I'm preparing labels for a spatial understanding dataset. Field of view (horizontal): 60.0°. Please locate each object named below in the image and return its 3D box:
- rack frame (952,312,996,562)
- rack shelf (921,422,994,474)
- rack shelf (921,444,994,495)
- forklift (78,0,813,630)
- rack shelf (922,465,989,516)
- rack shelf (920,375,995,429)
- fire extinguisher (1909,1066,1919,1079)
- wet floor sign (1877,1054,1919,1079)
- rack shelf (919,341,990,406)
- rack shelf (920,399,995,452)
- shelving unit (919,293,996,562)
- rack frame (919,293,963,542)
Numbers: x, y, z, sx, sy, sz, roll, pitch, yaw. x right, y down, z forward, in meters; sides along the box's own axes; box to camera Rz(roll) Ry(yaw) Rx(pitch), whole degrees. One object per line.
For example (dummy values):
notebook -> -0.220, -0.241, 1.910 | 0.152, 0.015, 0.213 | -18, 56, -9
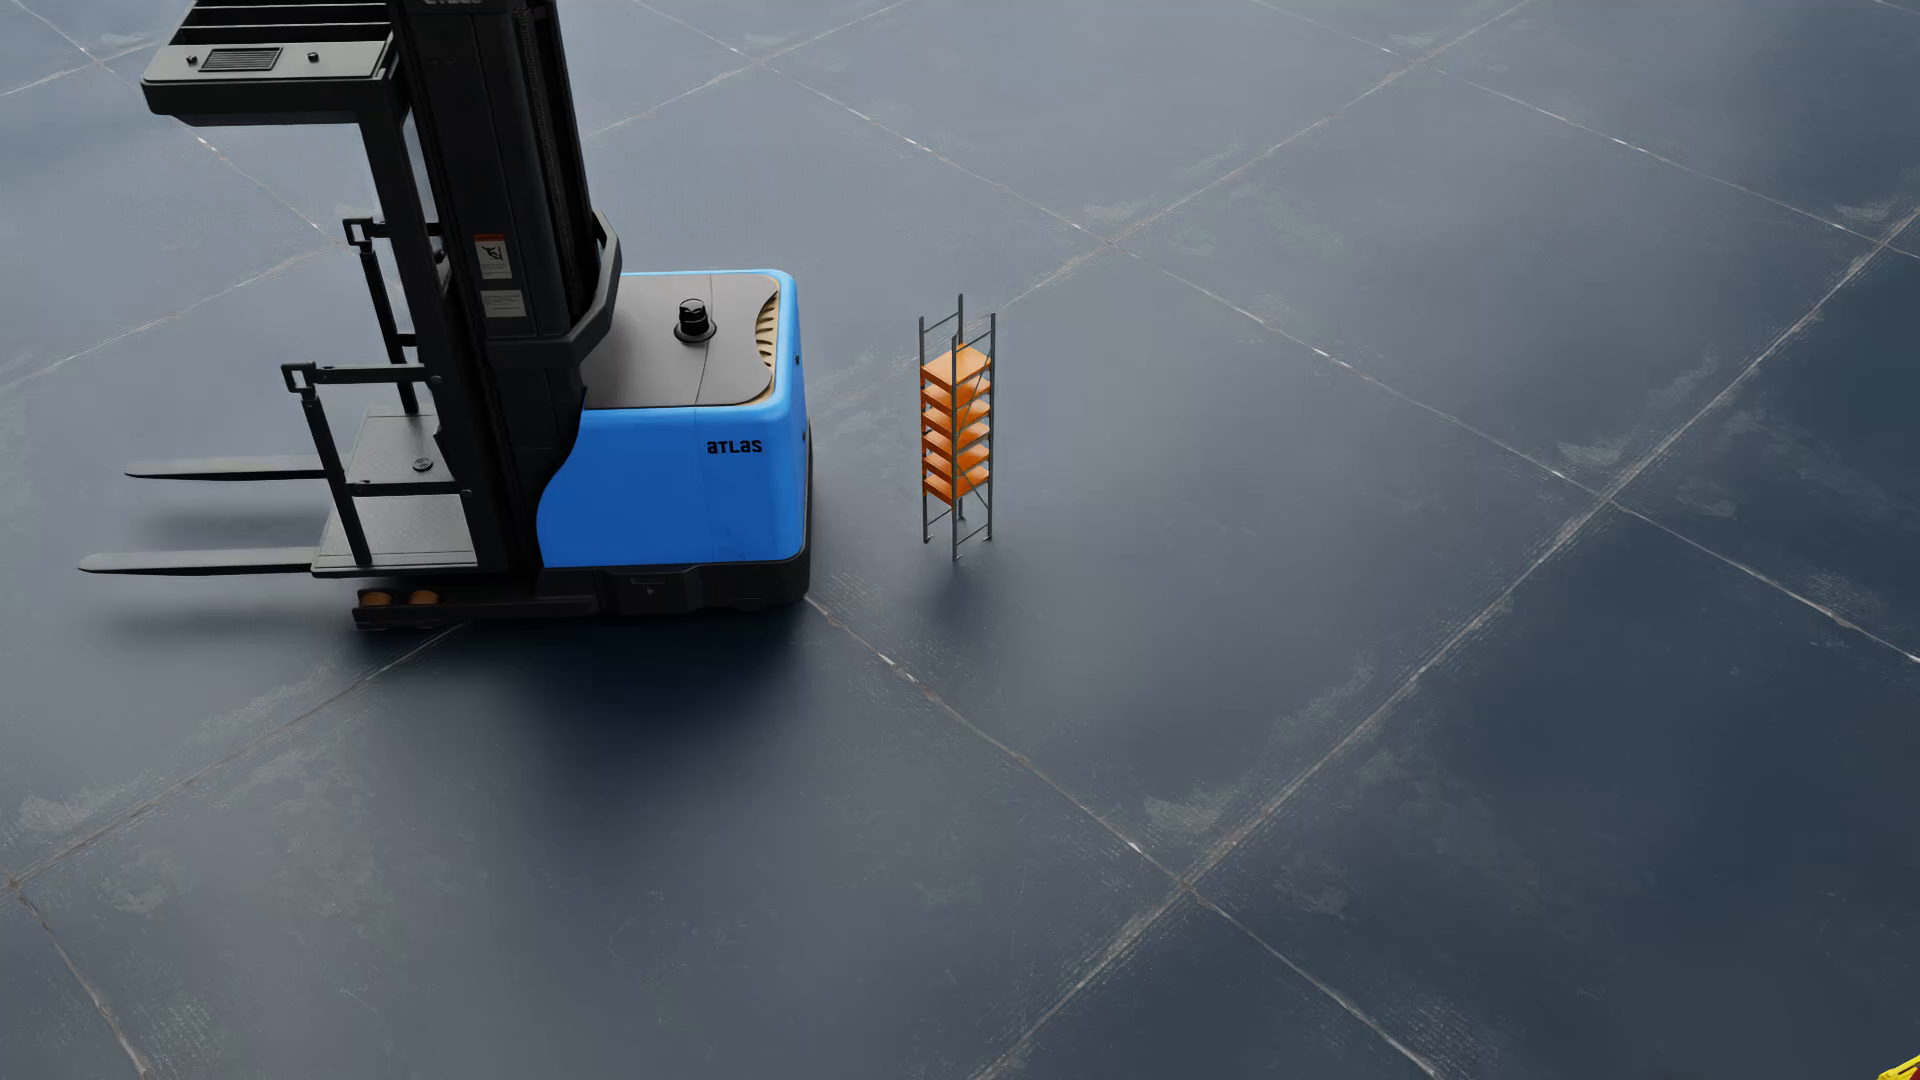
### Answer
rack frame -> 0.054, -0.404, 6.920 | 0.240, 1.200, 0.006 | -34, 53, -31
rack shelf -> -0.010, -0.415, 6.998 | 0.258, 0.103, 0.180 | -34, 53, -31
rack shelf -> -0.010, -0.327, 7.079 | 0.258, 0.103, 0.180 | -34, 53, -31
forklift -> -2.173, -1.067, 6.363 | 3.031, 2.935, 1.130 | -2, 43, -2
rack shelf -> -0.010, -0.239, 7.161 | 0.258, 0.103, 0.180 | -34, 53, -31
rack shelf -> -0.010, -0.591, 6.835 | 0.258, 0.103, 0.180 | -34, 53, -31
fire extinguisher -> 2.373, 1.225, 3.888 | 0.296, 0.674, 0.183 | -34, 53, -31
wet floor sign -> 2.751, 1.733, 5.016 | 0.267, 0.644, 0.232 | -18, 46, -18
rack shelf -> -0.010, -0.679, 6.754 | 0.258, 0.103, 0.180 | -34, 53, -31
rack shelf -> -0.010, -0.503, 6.916 | 0.258, 0.103, 0.180 | -34, 53, -31
shelving unit -> -0.010, -0.448, 6.968 | 0.258, 1.200, 0.189 | -34, 53, -31
rack frame -> -0.075, -0.492, 7.015 | 0.240, 1.200, 0.006 | -34, 53, -31
